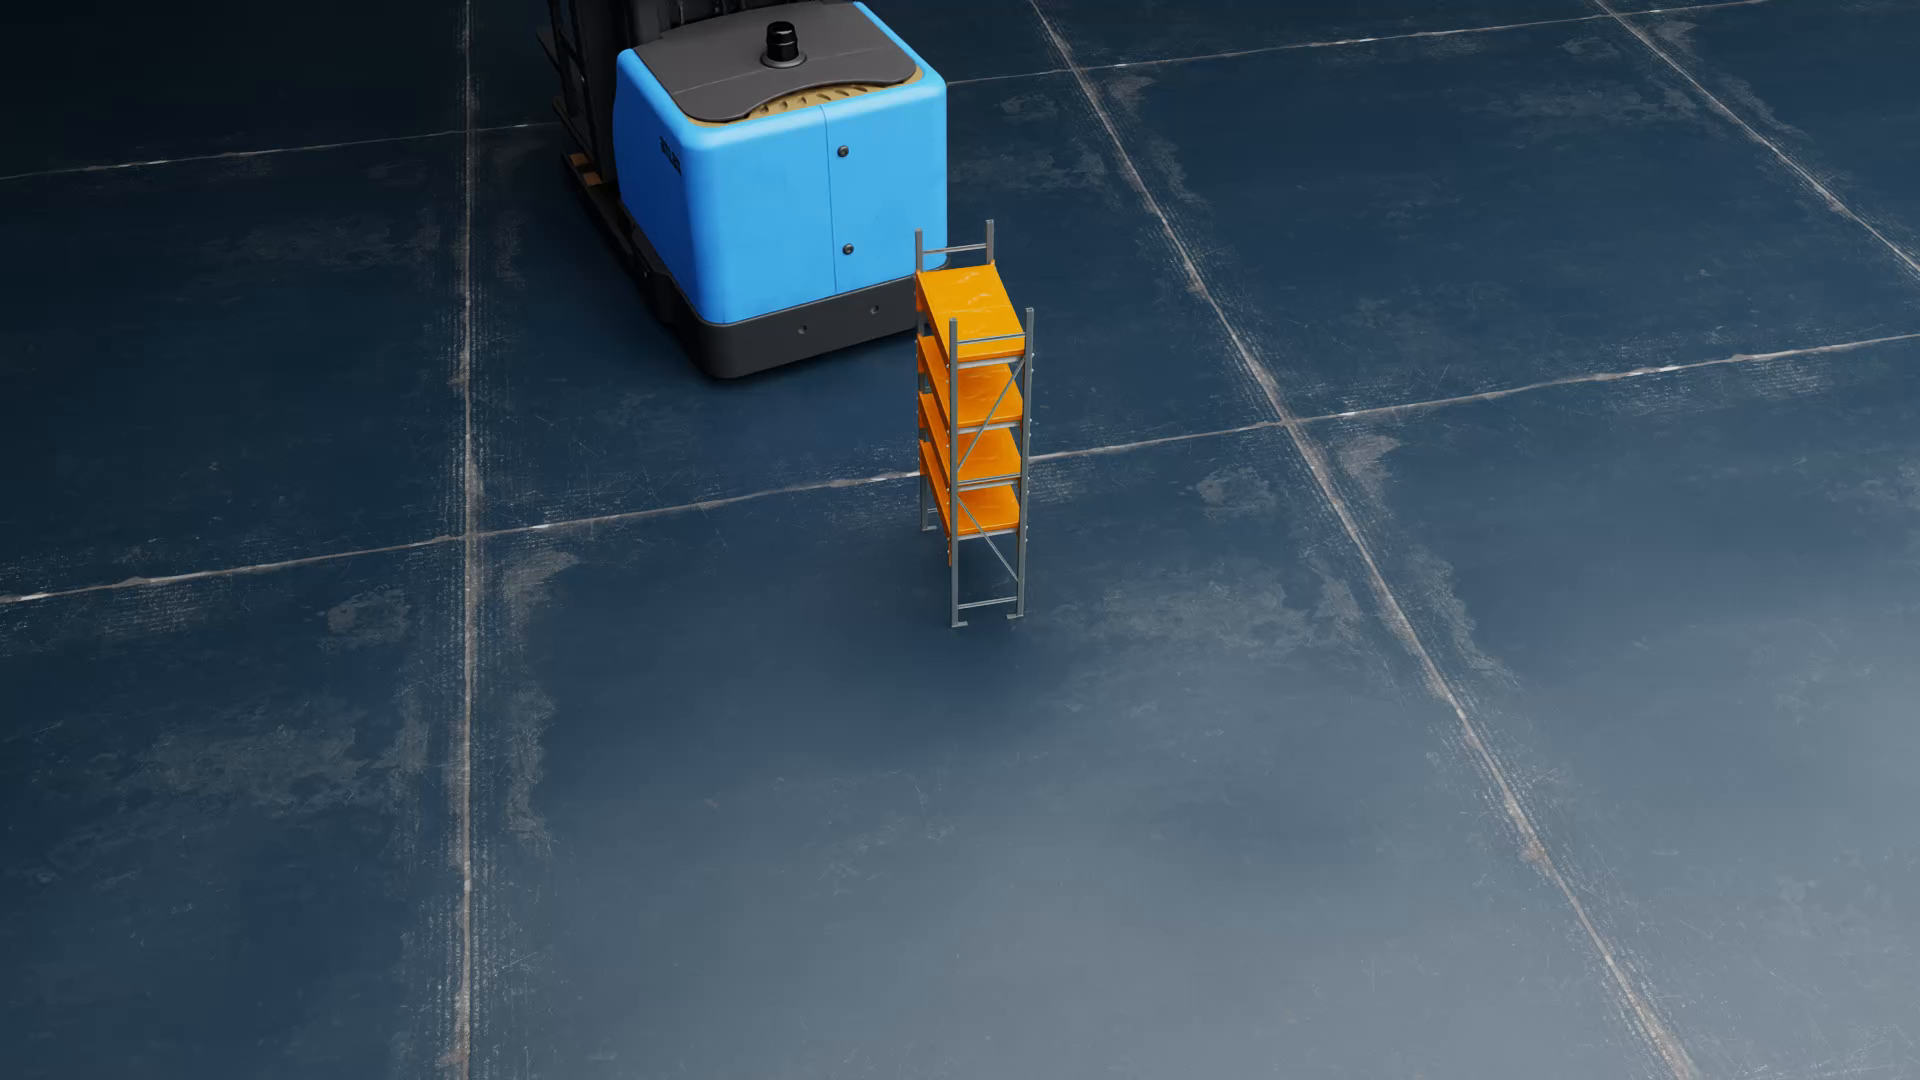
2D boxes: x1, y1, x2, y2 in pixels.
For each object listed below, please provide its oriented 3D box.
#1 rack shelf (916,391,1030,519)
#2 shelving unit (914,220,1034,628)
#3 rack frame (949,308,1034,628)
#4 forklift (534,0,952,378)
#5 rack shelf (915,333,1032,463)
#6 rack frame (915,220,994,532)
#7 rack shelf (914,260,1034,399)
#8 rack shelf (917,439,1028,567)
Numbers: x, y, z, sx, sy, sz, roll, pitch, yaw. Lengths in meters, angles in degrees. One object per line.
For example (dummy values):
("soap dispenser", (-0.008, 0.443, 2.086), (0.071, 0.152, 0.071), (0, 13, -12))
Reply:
("rack shelf", (0.036, -0.291, 5.275), (0.258, 0.148, 0.480), (-8, 42, -9))
("shelving unit", (0.036, -0.341, 5.231), (0.258, 1.200, 0.503), (-8, 42, -9))
("rack frame", (0.088, -0.183, 5.053), (0.240, 1.200, 0.015), (-8, 42, -9))
("forklift", (-1.143, -2.687, 6.570), (1.130, 2.935, 3.031), (-18, 45, -20))
("rack shelf", (0.036, -0.458, 5.127), (0.258, 0.148, 0.480), (-8, 42, -9))
("rack frame", (-0.017, -0.500, 5.409), (0.240, 1.200, 0.015), (-8, 42, -9))
("rack shelf", (0.036, -0.635, 4.970), (0.258, 0.148, 0.480), (-8, 42, -9))
("rack shelf", (0.036, -0.143, 5.407), (0.258, 0.148, 0.480), (-8, 42, -9))
